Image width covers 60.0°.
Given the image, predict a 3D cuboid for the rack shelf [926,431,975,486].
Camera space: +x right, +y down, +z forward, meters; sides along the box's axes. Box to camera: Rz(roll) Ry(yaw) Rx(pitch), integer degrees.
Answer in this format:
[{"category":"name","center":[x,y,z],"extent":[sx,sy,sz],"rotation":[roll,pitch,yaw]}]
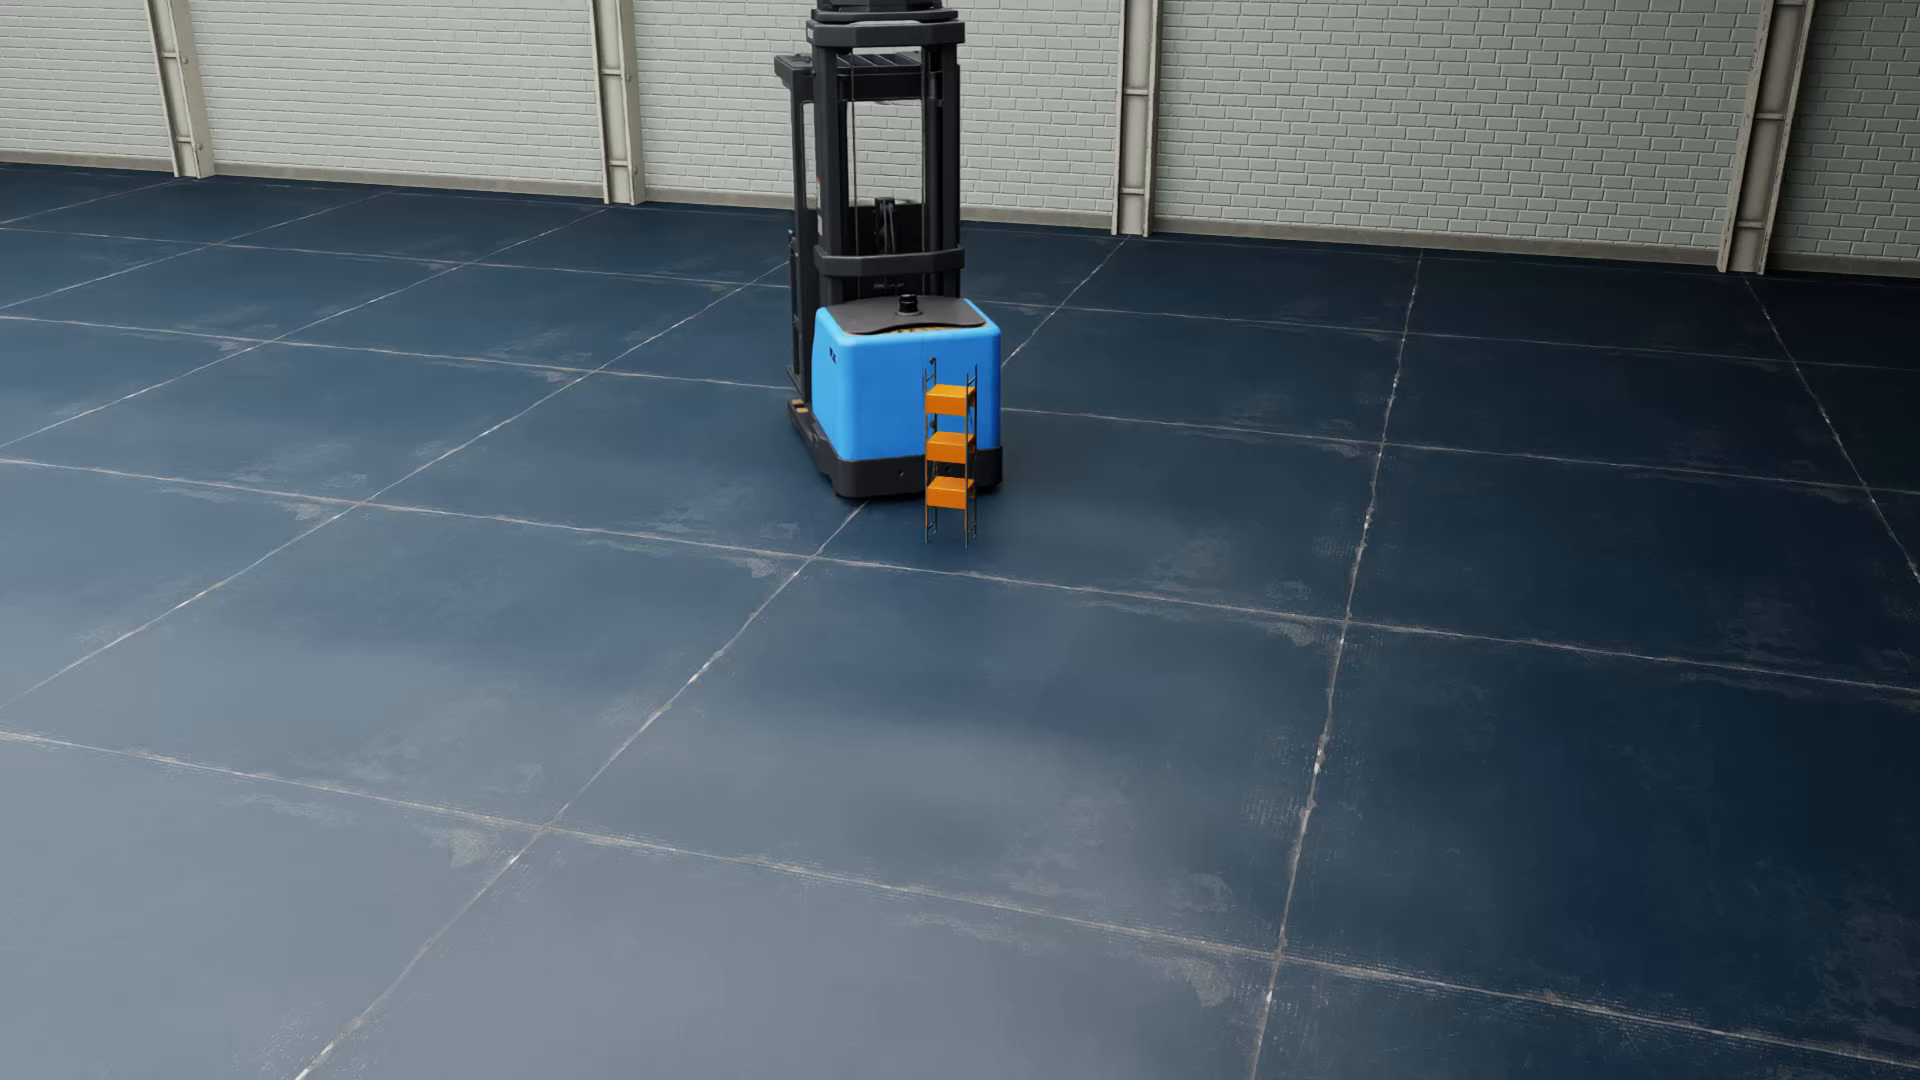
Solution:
[{"category":"rack shelf","center":[-0.051,-0.482,9.589],"extent":[0.240,0.259,0.215],"rotation":[7,23,15]}]

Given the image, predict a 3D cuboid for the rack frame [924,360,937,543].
[{"category":"rack frame","center":[-0.168,-0.505,9.618],"extent":[0.008,1.050,0.200],"rotation":[7,23,16]}]

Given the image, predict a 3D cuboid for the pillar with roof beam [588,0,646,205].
[{"category":"pillar with roof beam","center":[-5.143,-6.544,13.866],"extent":[0.400,9.000,9.100],"rotation":[7,23,16]}]

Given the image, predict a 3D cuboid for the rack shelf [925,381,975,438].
[{"category":"rack shelf","center":[-0.051,-0.744,9.481],"extent":[0.240,0.259,0.215],"rotation":[7,23,15]}]

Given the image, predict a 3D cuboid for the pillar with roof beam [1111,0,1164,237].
[{"category":"pillar with roof beam","center":[0.601,-5.886,12.262],"extent":[0.400,9.000,9.100],"rotation":[7,23,16]}]

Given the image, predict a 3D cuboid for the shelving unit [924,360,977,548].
[{"category":"shelving unit","center":[-0.051,-0.492,9.585],"extent":[0.252,1.050,0.215],"rotation":[7,23,16]}]

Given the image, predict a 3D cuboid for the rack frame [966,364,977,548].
[{"category":"rack frame","center":[0.066,-0.478,9.552],"extent":[0.008,1.050,0.200],"rotation":[7,23,16]}]

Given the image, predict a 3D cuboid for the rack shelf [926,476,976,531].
[{"category":"rack shelf","center":[-0.051,-0.225,9.695],"extent":[0.240,0.259,0.215],"rotation":[7,23,15]}]

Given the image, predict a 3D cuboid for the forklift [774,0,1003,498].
[{"category":"forklift","center":[-0.600,-2.145,11.137],"extent":[1.130,2.935,3.031],"rotation":[-6,23,-14]}]

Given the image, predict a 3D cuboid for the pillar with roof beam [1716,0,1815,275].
[{"category":"pillar with roof beam","center":[6.346,-5.228,10.659],"extent":[0.400,9.000,9.100],"rotation":[7,23,16]}]

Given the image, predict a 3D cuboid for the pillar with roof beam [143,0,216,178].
[{"category":"pillar with roof beam","center":[-10.887,-7.202,15.469],"extent":[0.400,9.000,9.100],"rotation":[7,23,16]}]
